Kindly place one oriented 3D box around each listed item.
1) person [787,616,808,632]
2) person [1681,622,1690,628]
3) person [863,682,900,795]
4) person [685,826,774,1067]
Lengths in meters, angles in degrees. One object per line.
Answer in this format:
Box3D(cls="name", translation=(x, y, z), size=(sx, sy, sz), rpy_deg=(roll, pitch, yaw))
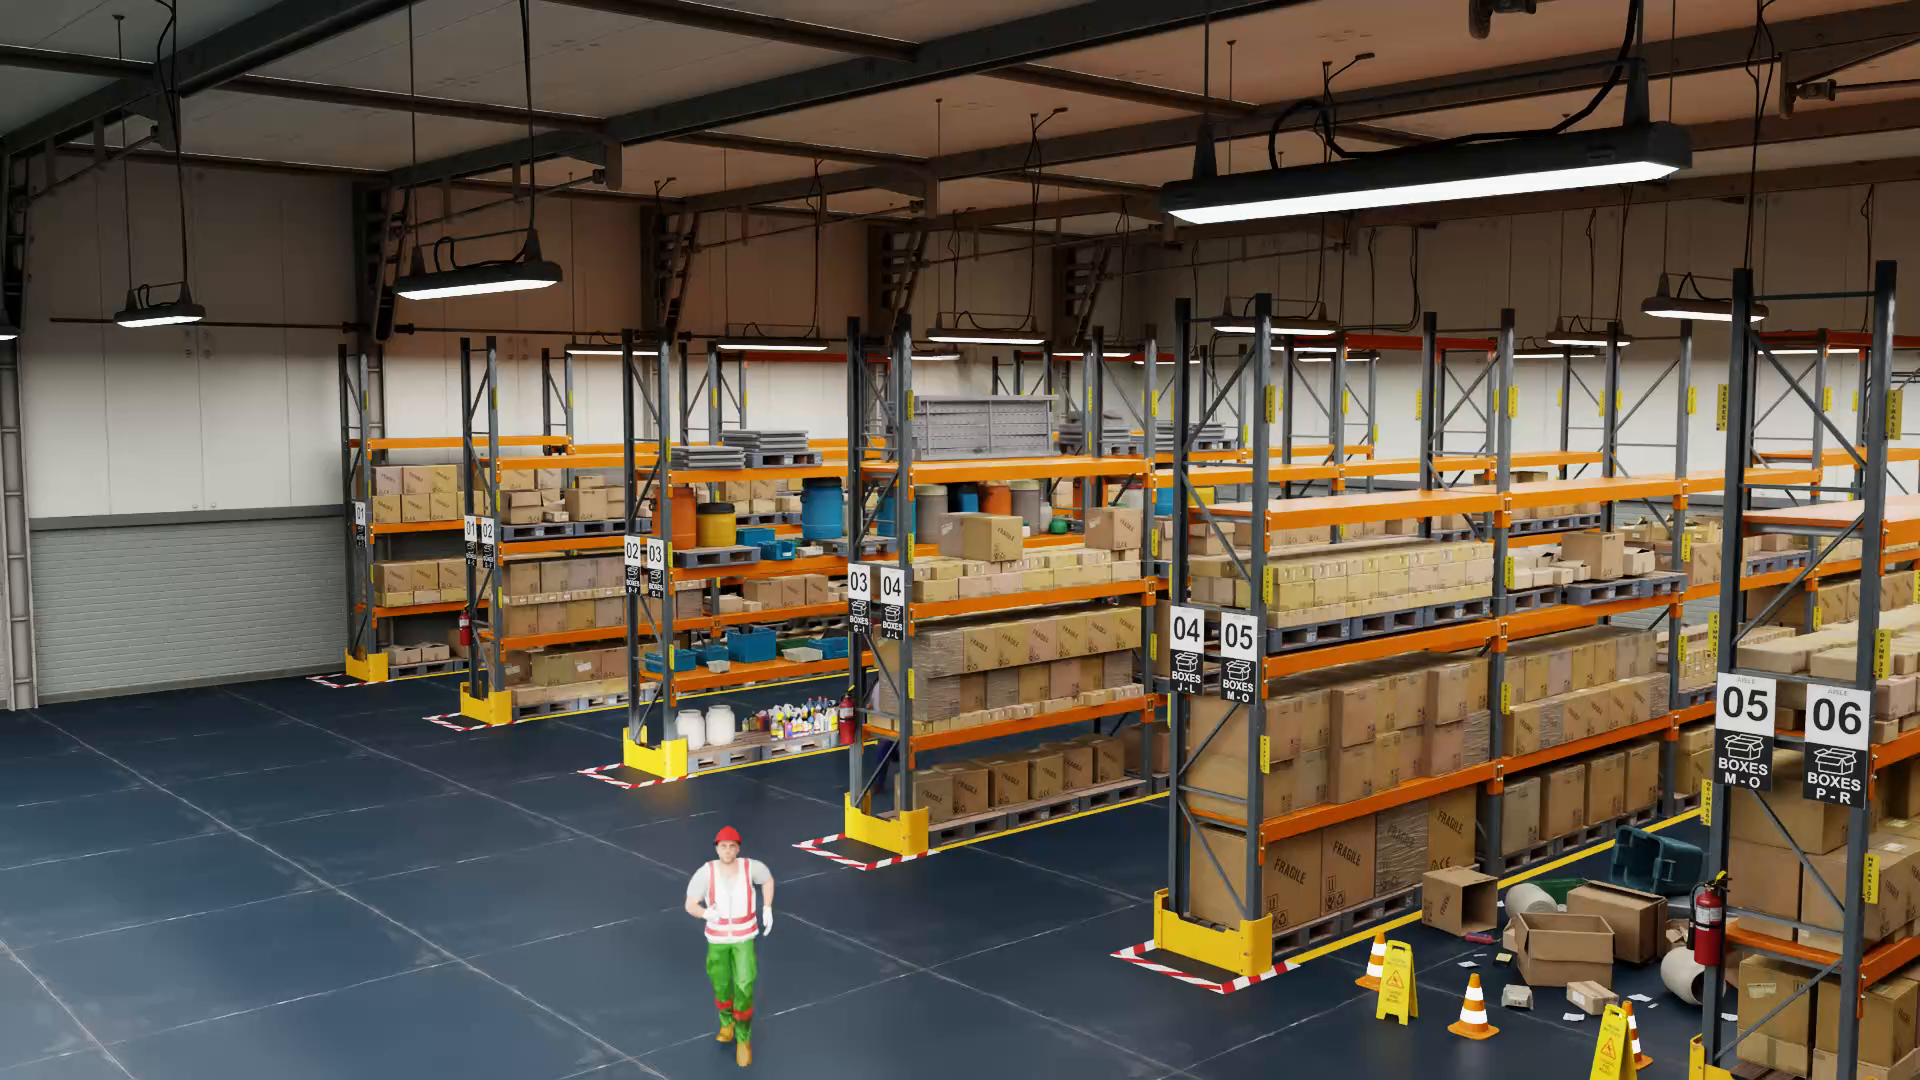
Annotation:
Box3D(cls="person", translation=(-3.073, 1.500, 32.123), size=(0.582, 1.618, 0.578), rpy_deg=(5, 7, 44))
Box3D(cls="person", translation=(10.991, 2.062, 25.310), size=(0.914, 1.707, 0.624), rpy_deg=(-4, 6, -36))
Box3D(cls="person", translation=(-0.895, 2.441, 21.573), size=(0.636, 1.693, 0.894), rpy_deg=(5, 7, 41))
Box3D(cls="person", translation=(-1.784, 3.124, 12.874), size=(0.665, 1.852, 0.776), rpy_deg=(0, 5, -4))
